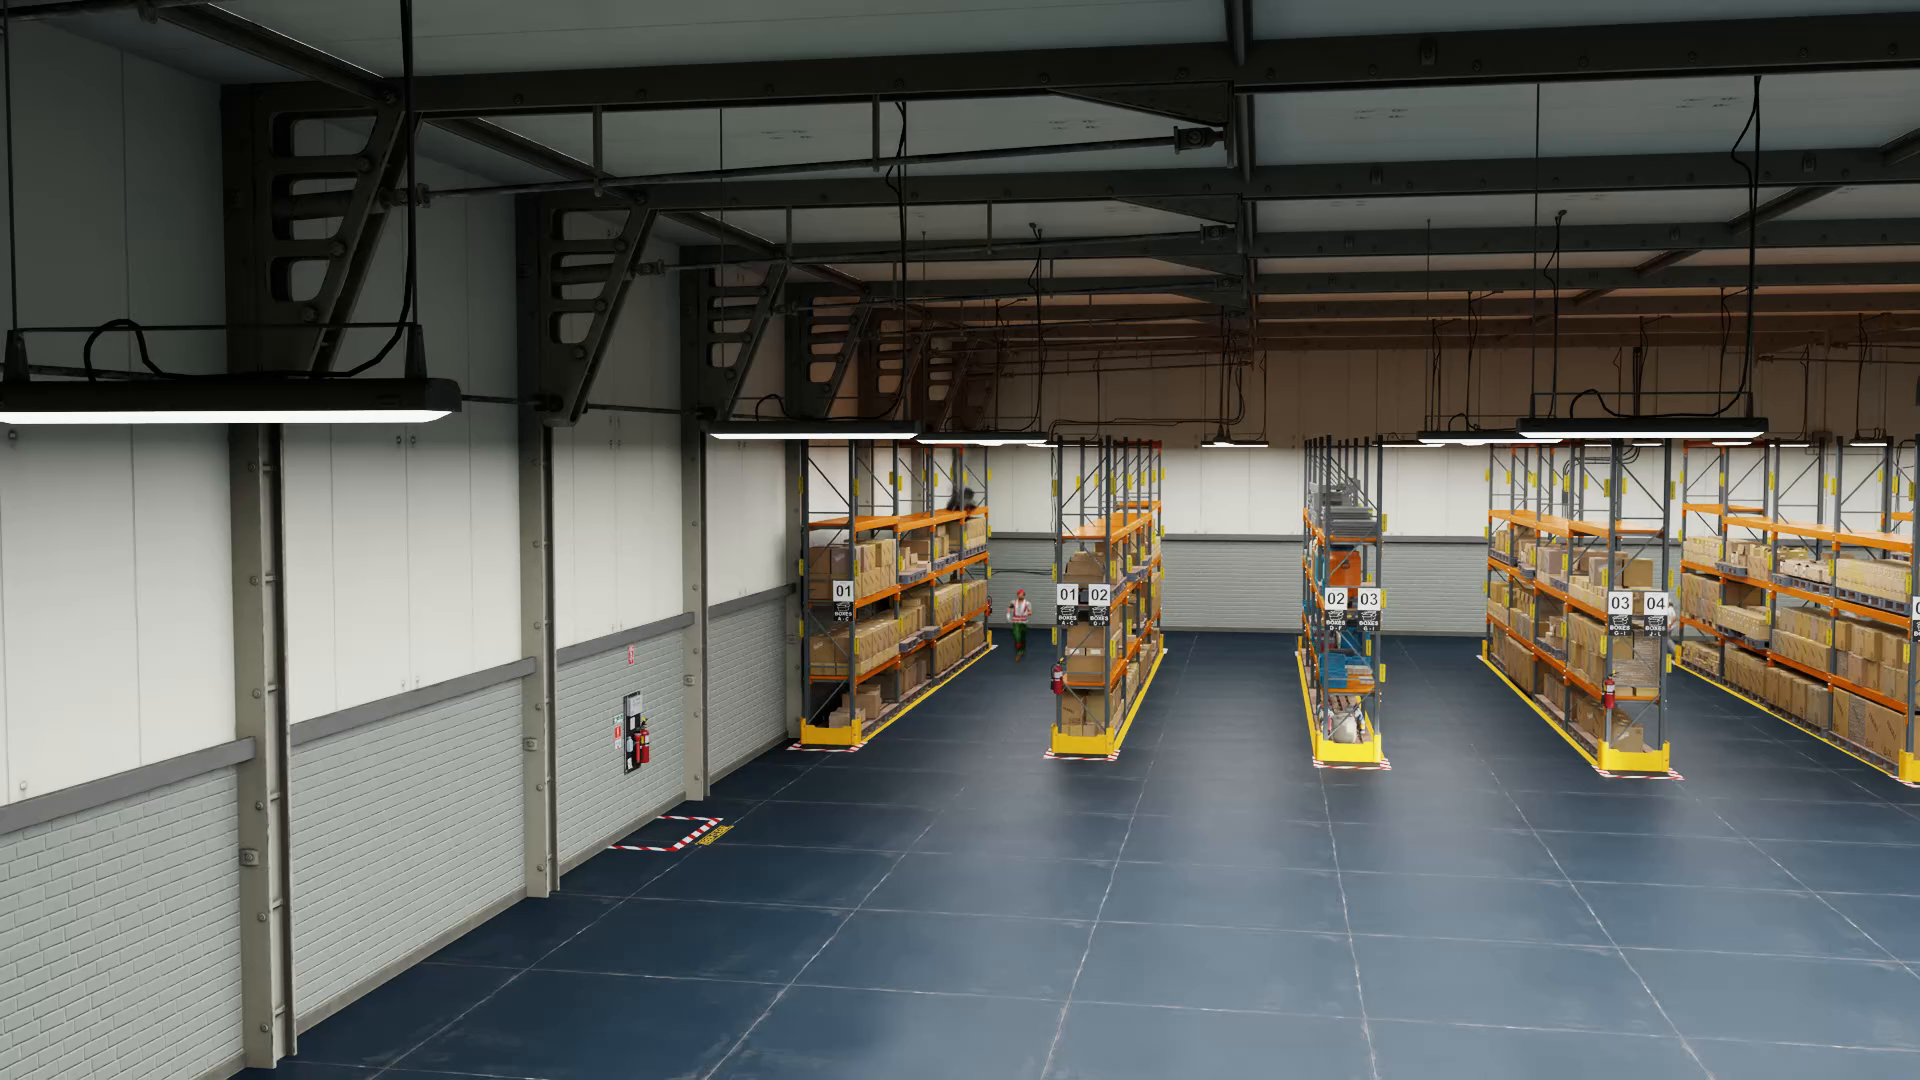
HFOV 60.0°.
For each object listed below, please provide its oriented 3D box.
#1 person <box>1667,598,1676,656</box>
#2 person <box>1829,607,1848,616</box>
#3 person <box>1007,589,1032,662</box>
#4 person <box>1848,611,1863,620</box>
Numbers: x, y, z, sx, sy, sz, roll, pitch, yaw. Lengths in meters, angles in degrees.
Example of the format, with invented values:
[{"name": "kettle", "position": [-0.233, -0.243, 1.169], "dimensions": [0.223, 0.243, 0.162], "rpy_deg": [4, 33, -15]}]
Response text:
[{"name": "person", "position": [19.435, 2.442, 45.885], "dimensions": [0.728, 1.680, 0.646], "rpy_deg": [2, 3, 28]}, {"name": "person", "position": [23.939, 2.389, 45.457], "dimensions": [0.777, 1.835, 0.638], "rpy_deg": [1, 3, 10]}, {"name": "person", "position": [1.565, 2.230, 43.656], "dimensions": [0.669, 1.867, 0.788], "rpy_deg": [0, 3, 1]}, {"name": "person", "position": [24.237, 2.396, 45.049], "dimensions": [0.831, 1.843, 0.705], "rpy_deg": [1, 3, 26]}]
